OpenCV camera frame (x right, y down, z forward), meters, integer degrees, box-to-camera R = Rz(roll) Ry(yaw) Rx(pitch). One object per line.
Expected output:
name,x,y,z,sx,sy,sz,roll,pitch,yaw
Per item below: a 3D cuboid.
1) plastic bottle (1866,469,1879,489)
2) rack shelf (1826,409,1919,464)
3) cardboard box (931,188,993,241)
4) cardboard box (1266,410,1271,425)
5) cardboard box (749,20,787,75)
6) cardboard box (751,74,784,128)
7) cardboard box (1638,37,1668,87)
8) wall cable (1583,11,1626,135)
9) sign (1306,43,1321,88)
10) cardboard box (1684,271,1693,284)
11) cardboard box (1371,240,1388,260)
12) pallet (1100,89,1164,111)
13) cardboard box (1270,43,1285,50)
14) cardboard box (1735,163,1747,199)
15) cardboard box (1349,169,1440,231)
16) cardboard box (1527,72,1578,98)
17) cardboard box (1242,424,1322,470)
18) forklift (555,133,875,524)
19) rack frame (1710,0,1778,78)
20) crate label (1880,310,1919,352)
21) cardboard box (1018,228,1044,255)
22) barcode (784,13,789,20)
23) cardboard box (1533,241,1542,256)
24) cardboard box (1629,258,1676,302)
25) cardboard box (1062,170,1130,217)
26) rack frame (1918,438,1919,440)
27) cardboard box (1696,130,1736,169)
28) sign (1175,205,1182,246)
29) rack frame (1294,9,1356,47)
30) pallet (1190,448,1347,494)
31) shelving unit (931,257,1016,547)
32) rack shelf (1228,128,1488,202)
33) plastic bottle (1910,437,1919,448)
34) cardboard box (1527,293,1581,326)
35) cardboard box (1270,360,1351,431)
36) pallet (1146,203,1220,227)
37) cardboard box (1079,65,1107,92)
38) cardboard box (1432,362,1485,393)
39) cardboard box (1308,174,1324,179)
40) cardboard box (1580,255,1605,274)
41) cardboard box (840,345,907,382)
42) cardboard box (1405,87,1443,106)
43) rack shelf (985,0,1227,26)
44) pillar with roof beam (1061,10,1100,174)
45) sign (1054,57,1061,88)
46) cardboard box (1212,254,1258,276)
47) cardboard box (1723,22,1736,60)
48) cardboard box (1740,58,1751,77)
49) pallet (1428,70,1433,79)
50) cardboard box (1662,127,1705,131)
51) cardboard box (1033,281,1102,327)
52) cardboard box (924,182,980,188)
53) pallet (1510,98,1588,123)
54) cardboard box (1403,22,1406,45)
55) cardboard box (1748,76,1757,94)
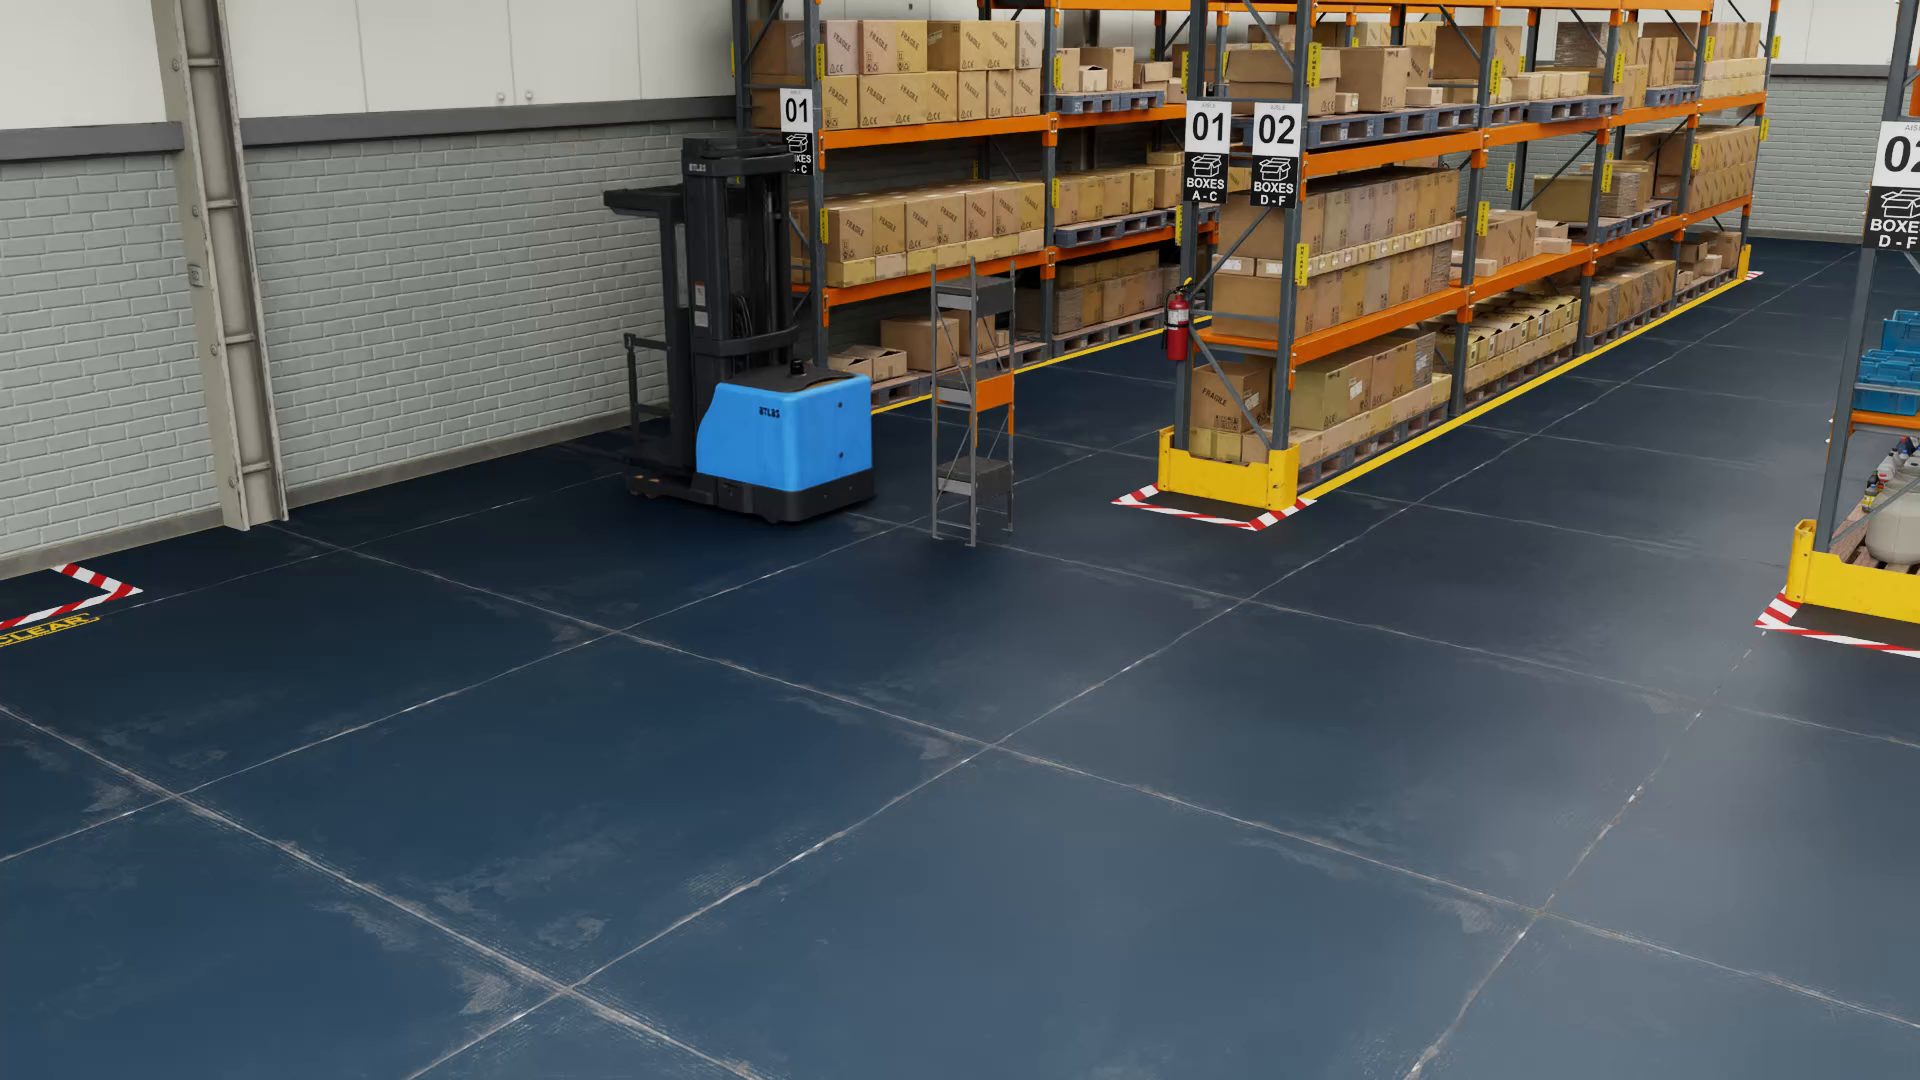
plastic bottle,7.015,-0.394,12.793,0.061,0.283,0.133,13,22,36
rack shelf,7.409,-1.068,12.338,1.077,0.370,4.000,12,21,35
cardboard box,0.010,-3.529,18.006,0.500,0.500,0.500,12,21,33
cardboard box,2.613,-1.000,14.834,0.500,0.250,0.500,12,21,35
cardboard box,-1.692,-4.802,16.203,0.500,0.500,0.500,14,22,37
cardboard box,-1.693,-4.320,16.336,0.500,0.500,0.500,14,22,39
cardboard box,8.653,-6.128,21.315,0.600,0.600,0.600,12,21,34
wall cable,11.452,-9.163,32.311,3.097,2.526,0.112,12,21,35
sign,2.684,-3.599,12.612,0.100,0.325,0.005,12,21,35
cardboard box,10.323,-3.796,23.945,0.380,0.166,0.250,12,21,35
cardboard box,3.565,-2.590,14.764,0.380,0.149,0.250,13,21,35
pallet,1.714,-5.357,20.195,1.213,0.211,1.003,12,21,35
cardboard box,4.169,-6.792,23.589,0.700,0.500,0.500,12,21,35
cardboard box,11.421,-5.391,24.877,0.500,0.500,0.500,13,21,35
cardboard box,4.066,-3.204,15.647,0.700,0.500,0.500,12,21,35
cardboard box,6.486,-5.032,18.377,0.500,0.250,0.500,13,22,36
cardboard box,2.740,-0.787,14.149,0.500,0.250,0.500,12,21,35
forklift,-2.187,-1.855,13.775,3.031,2.935,1.130,13,21,35
rack frame,11.775,-8.487,24.900,1.000,3.000,0.127,12,21,35
crate label,7.097,-1.438,12.257,0.502,0.435,0.616,12,21,35
cardboard box,0.606,-3.410,18.886,0.500,0.250,0.500,12,21,35
barcode,-1.717,-5.187,16.467,0.001,0.075,0.075,12,21,35
cardboard box,6.294,-3.283,18.681,0.380,0.149,0.250,14,22,39
cardboard box,9.328,-3.518,22.486,0.500,0.500,0.500,12,21,34
cardboard box,1.681,-4.306,20.640,0.700,0.500,0.500,16,24,42
rack frame,8.601,-1.888,13.765,1.000,3.000,0.127,12,21,35
cardboard box,10.819,-5.626,23.947,0.500,0.500,0.500,13,22,36
sign,1.814,-2.577,13.631,0.100,0.325,0.005,12,21,35
rack frame,5.411,-8.409,24.648,1.000,3.000,0.127,12,21,35
pallet,2.664,-0.669,14.542,1.003,0.211,1.213,12,21,35
shelving unit,0.099,-1.042,12.559,0.431,2.100,0.503,12,21,35
rack shelf,3.434,-3.377,14.714,1.077,0.370,4.000,12,21,35
plastic bottle,7.889,-0.717,13.845,0.152,0.276,0.135,13,22,37
cardboard box,6.894,-2.704,19.375,0.500,0.311,0.500,13,22,36
cardboard box,3.037,-1.265,14.422,0.500,0.500,0.500,12,21,35
pallet,2.689,-4.311,21.891,1.213,0.211,1.003,12,21,35
cardboard box,1.402,-5.492,19.754,0.500,0.311,0.500,13,22,36
cardboard box,5.065,-1.704,17.100,0.500,0.250,0.500,12,21,33
cardboard box,5.043,-5.465,24.582,0.500,0.500,0.500,13,21,35
cardboard box,8.014,-3.614,21.532,0.500,0.250,0.500,12,21,34
cardboard box,-0.914,-1.896,17.585,0.500,0.311,0.500,15,22,39
cardboard box,4.126,-4.008,15.015,0.380,0.149,0.250,12,21,35
rack shelf,1.836,-6.445,20.213,1.077,0.370,4.000,12,21,35
pillar with roof beam,5.016,-6.539,18.626,9.100,9.000,0.400,12,21,35
sign,1.085,-5.224,18.578,0.100,0.325,0.005,12,21,35
cardboard box,2.317,-2.293,13.809,0.380,0.149,0.250,12,21,34
cardboard box,10.356,-6.964,23.199,0.700,0.500,0.500,12,21,35
cardboard box,11.075,-6.817,23.989,0.500,0.250,0.500,12,21,35
pallet,7.361,-7.708,27.599,1.003,0.211,1.213,12,21,35
cardboard box,10.692,-5.844,24.650,0.500,0.500,0.500,13,21,35
cardboard box,1.338,-2.965,20.707,0.700,0.500,0.500,12,21,34
cardboard box,-0.114,-3.737,18.674,0.500,0.500,0.500,12,21,34
pallet,6.012,-4.615,17.807,1.003,0.211,1.213,14,22,37
cardboard box,6.653,-7.874,26.094,0.500,0.500,0.500,13,21,35
cardboard box,11.374,-6.697,24.446,0.500,0.250,0.500,12,21,35
